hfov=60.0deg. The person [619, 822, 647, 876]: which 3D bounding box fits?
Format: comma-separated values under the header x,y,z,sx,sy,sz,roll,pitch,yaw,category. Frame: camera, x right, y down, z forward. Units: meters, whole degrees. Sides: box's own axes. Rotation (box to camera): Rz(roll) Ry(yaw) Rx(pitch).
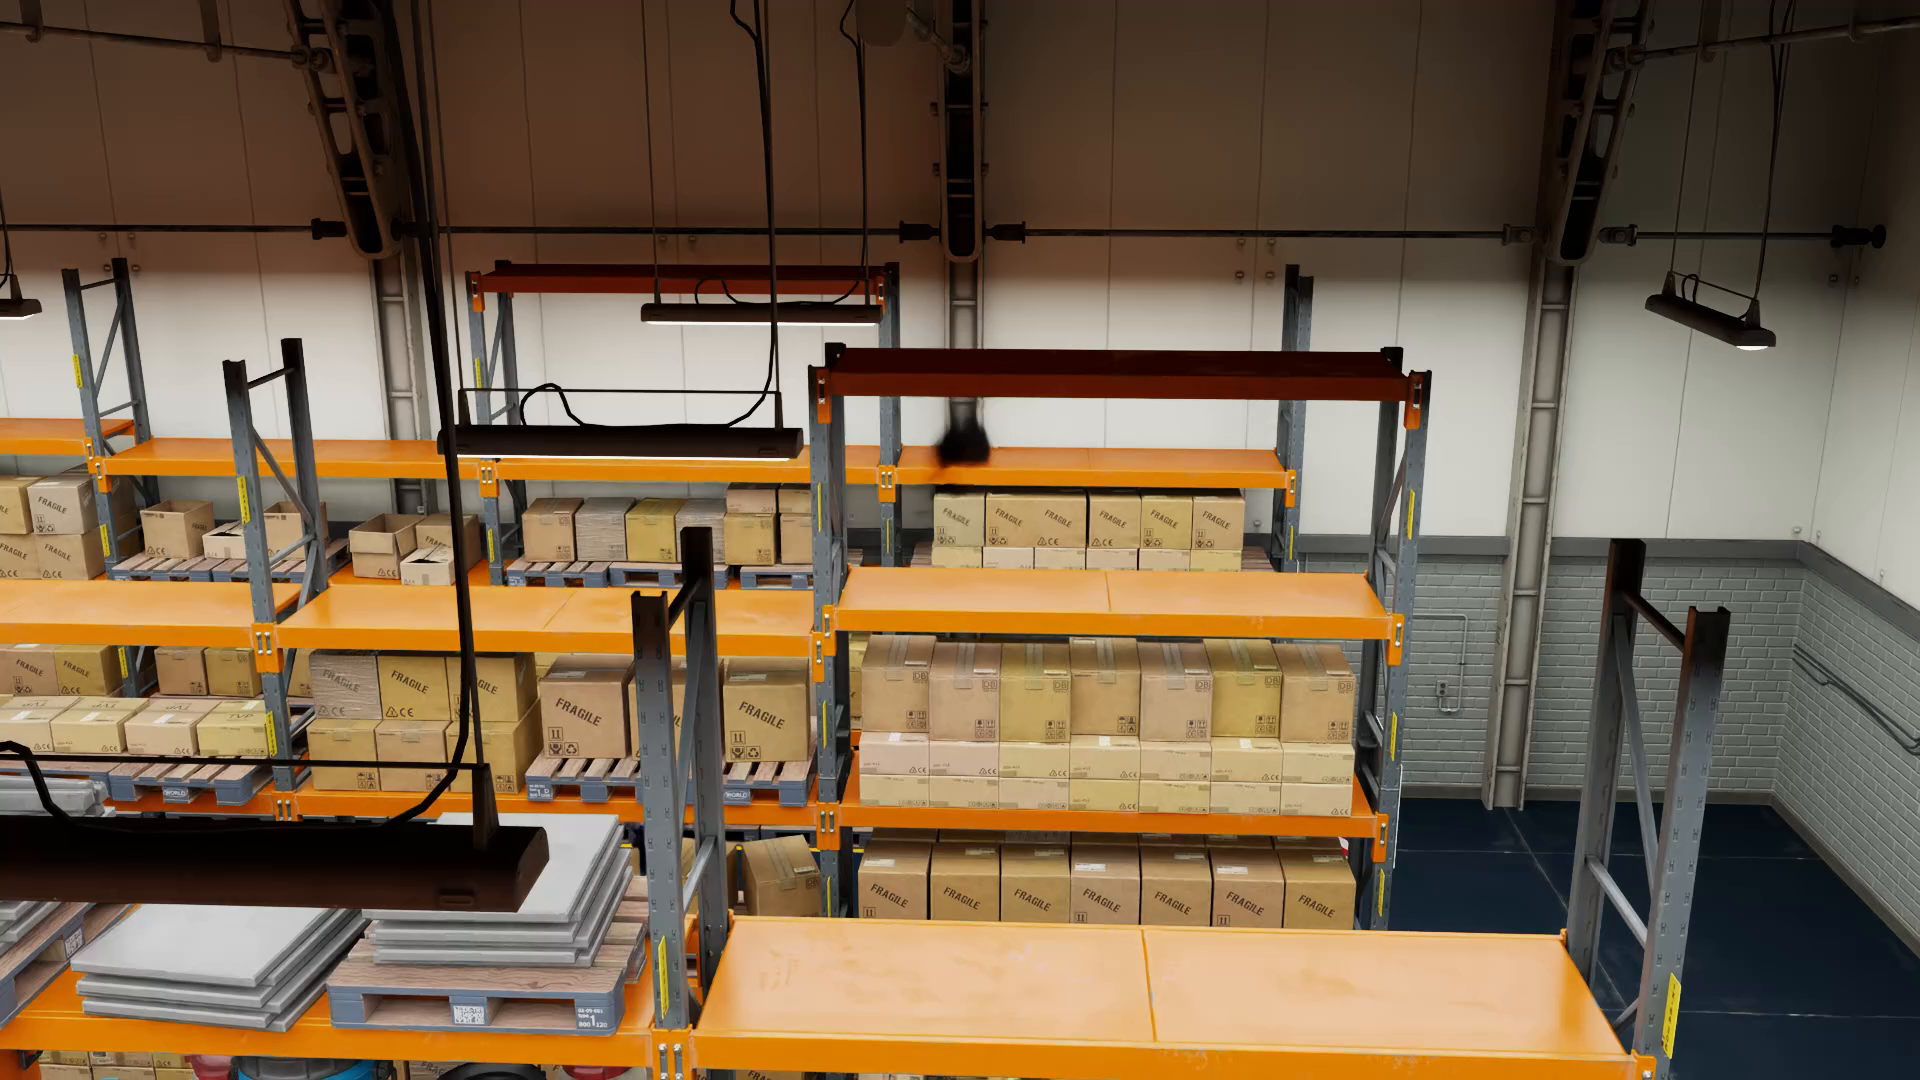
x,y,z,sx,sy,sz,roll,pitch,yaw,category
-3.108,2.866,16.196,0.950,1.404,0.622,3,16,12,person
